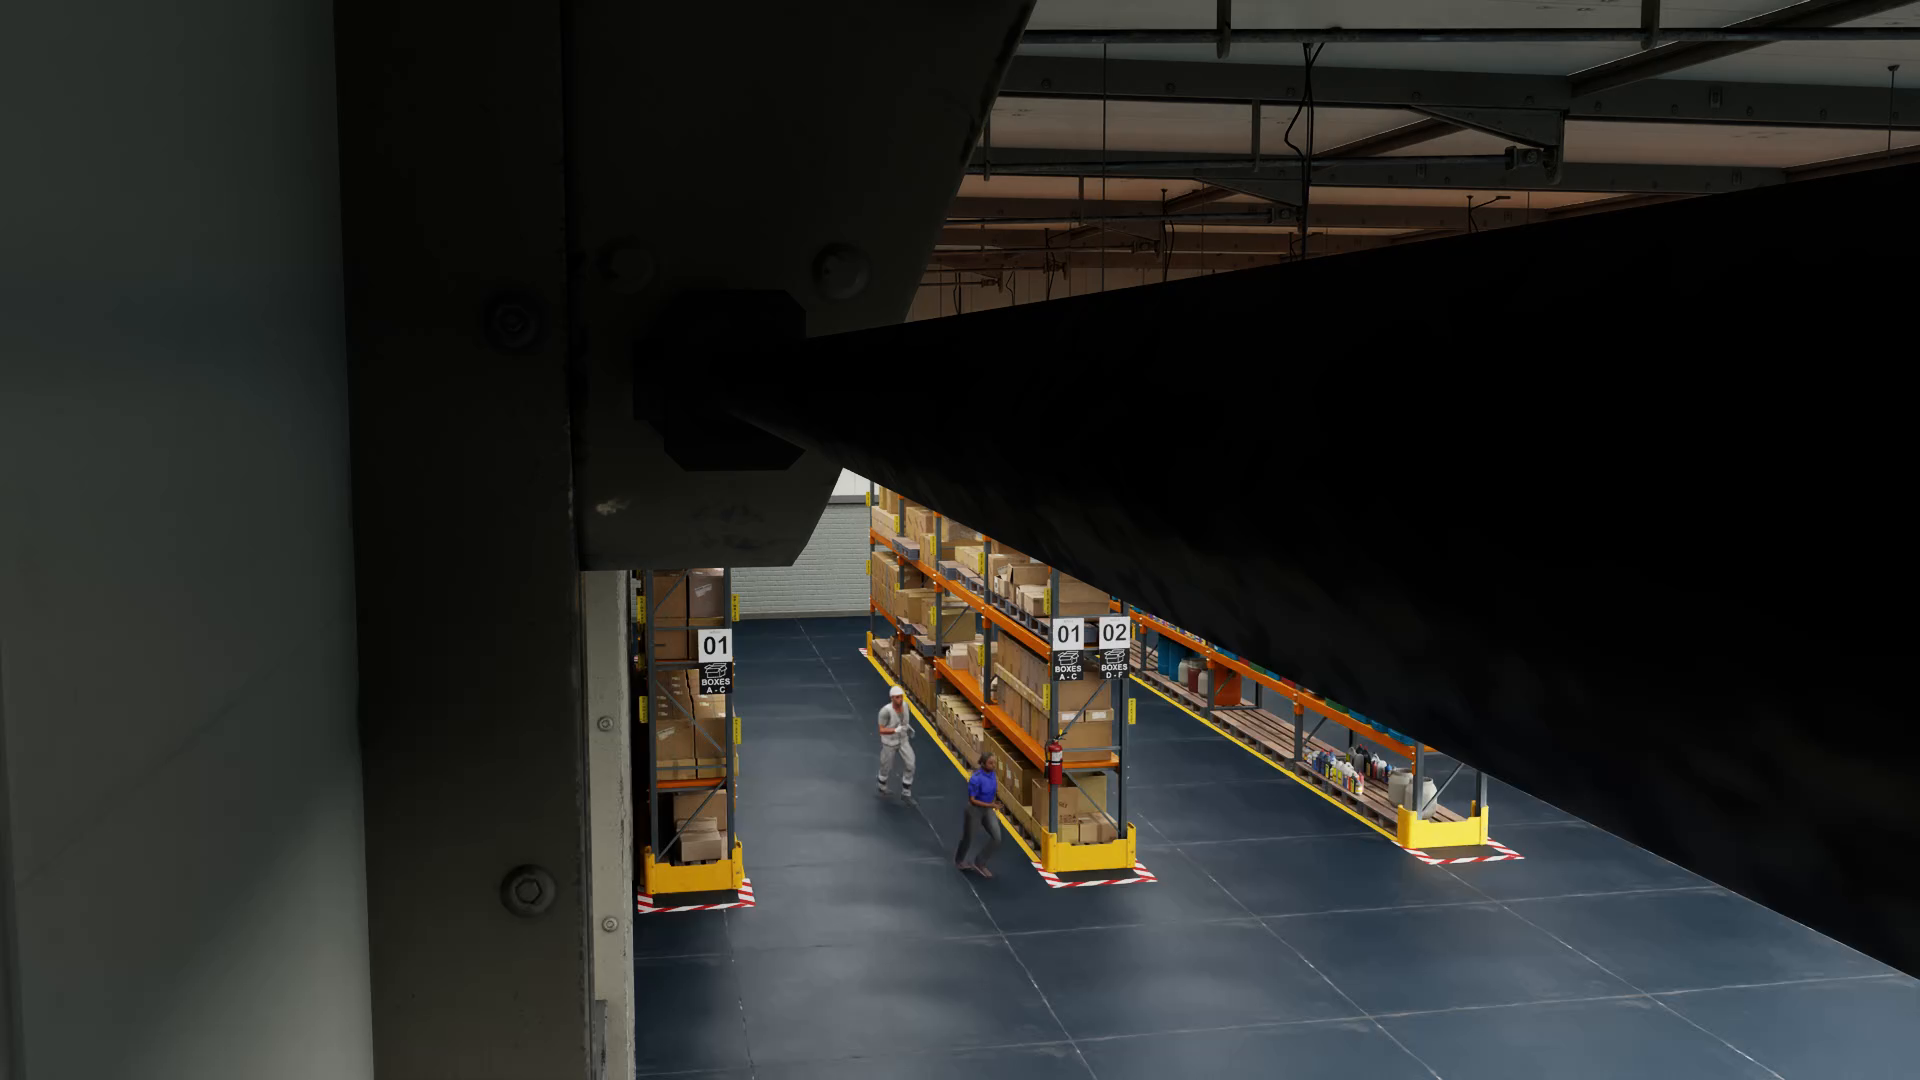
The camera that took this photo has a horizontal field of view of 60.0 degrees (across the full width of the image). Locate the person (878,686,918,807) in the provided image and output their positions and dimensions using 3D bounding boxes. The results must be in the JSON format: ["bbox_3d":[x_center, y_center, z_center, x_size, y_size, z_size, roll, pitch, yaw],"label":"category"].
[{"bbox_3d":[-0.944,2.952,24.067,0.689,1.763,0.934,-3,7,-30],"label":"person"}]

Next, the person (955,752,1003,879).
[{"bbox_3d":[0.218,3.389,20.654,0.542,1.637,0.764,-5,8,-39],"label":"person"}]
